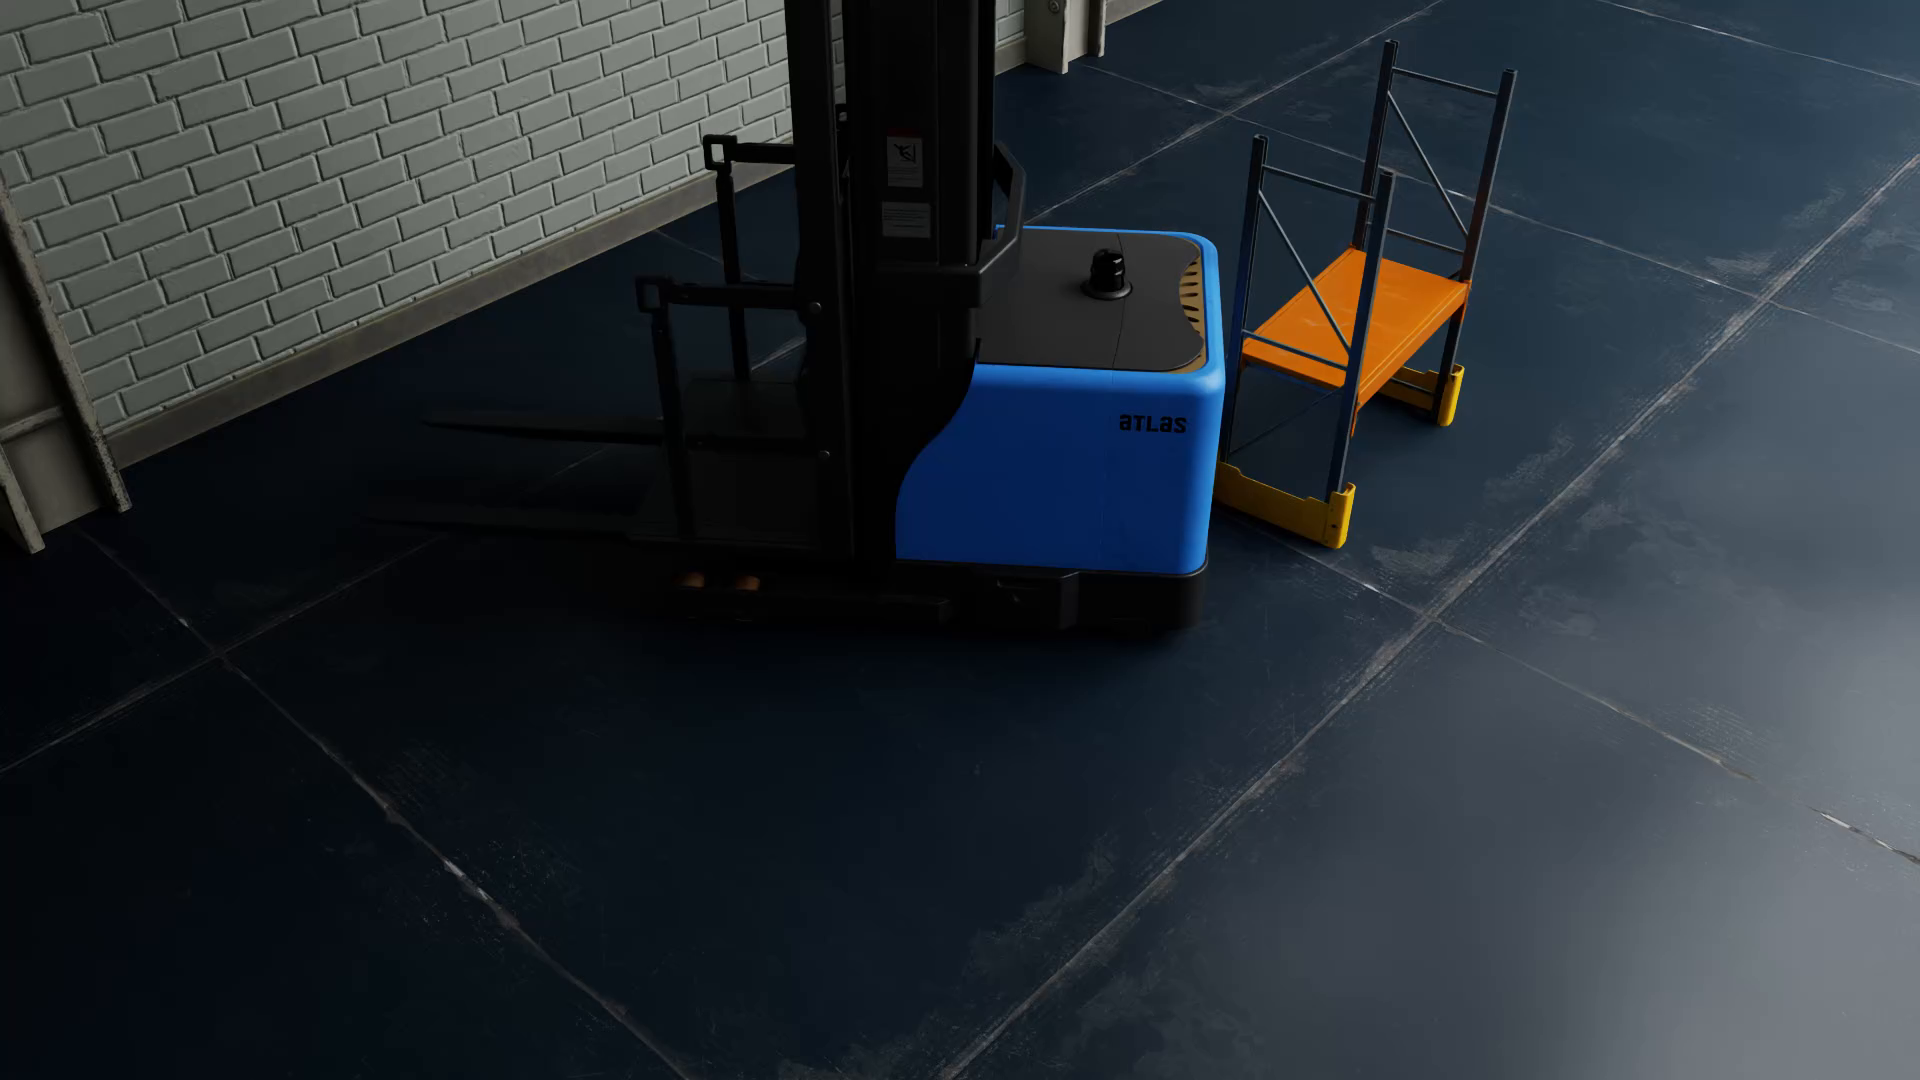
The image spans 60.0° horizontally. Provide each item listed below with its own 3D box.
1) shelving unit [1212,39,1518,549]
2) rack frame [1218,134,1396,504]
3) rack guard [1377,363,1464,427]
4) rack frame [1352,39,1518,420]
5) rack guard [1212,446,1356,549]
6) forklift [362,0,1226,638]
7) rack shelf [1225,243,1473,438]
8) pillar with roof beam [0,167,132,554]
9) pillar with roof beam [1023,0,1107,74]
[{"bbox_3d":[1.491,-0.927,6.211,0.587,1.500,1.083,25,45,28],"label":"shelving unit"},{"bbox_3d":[1.184,-0.667,5.884,0.500,1.500,0.032,25,45,28],"label":"rack frame"},{"bbox_3d":[1.785,-0.687,6.914,0.587,0.250,0.087,25,45,28],"label":"rack guard"},{"bbox_3d":[1.786,-1.177,6.526,0.500,1.500,0.032,25,45,28],"label":"rack frame"},{"bbox_3d":[1.196,-0.188,6.285,0.587,0.250,0.087,25,45,28],"label":"rack guard"},{"bbox_3d":[-0.624,-1.182,5.382,3.031,2.935,1.130,3,39,4],"label":"forklift"},{"bbox_3d":[1.485,-0.781,6.317,0.538,0.185,1.000,25,45,28],"label":"rack shelf"},{"bbox_3d":[-0.258,-1.816,1.304,9.100,9.000,0.400,30,47,32],"label":"pillar with roof beam"},{"bbox_3d":[3.790,-4.572,4.770,9.100,9.000,0.400,30,47,32],"label":"pillar with roof beam"}]
